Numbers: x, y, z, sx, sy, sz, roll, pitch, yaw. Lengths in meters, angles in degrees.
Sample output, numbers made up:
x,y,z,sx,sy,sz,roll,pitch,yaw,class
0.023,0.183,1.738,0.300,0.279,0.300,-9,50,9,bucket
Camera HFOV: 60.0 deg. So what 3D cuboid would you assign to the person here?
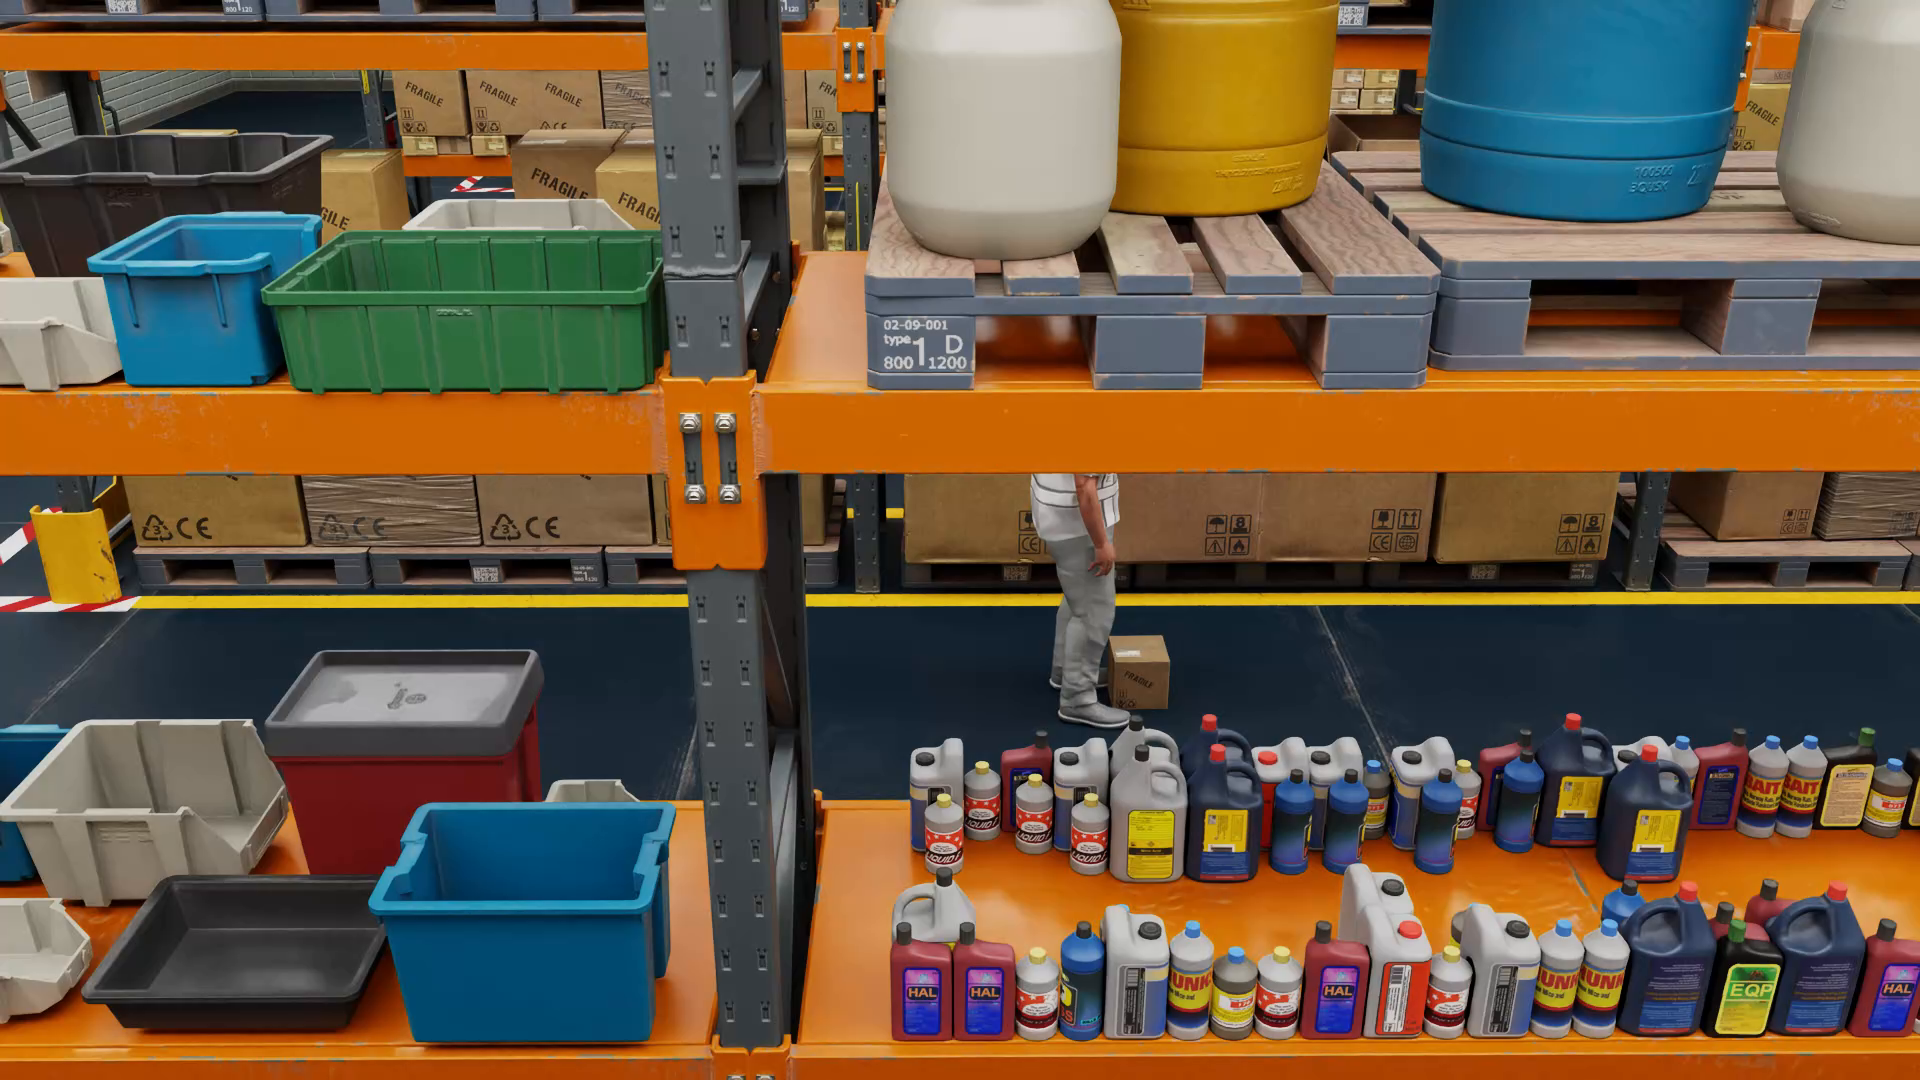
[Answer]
x,y,z,sx,sy,sz,roll,pitch,yaw,class
0.533,-0.073,7.258,0.439,1.747,0.606,-2,24,-5,person
